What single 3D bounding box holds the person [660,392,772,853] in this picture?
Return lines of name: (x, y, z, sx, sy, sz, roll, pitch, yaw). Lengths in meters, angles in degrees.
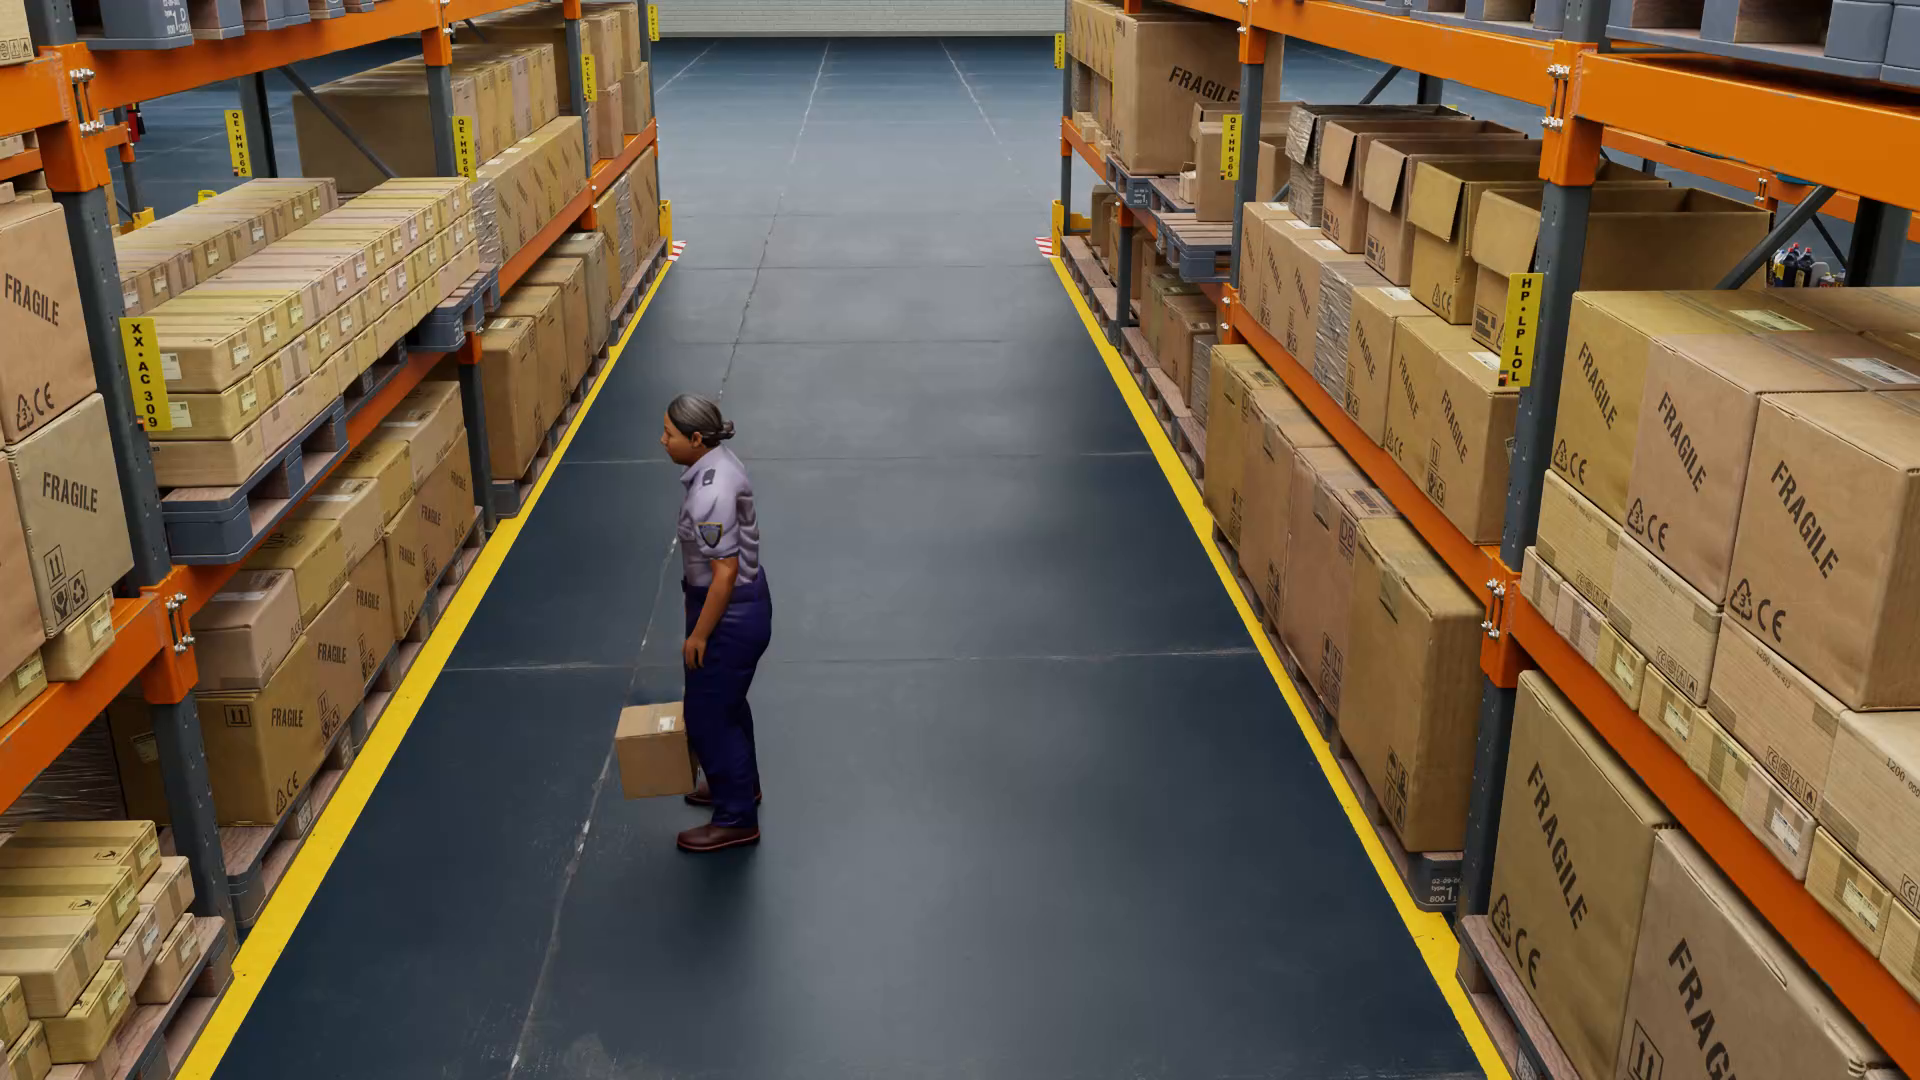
person: (-0.849, 0.279, 5.862, 0.371, 1.639, 0.532, -2, 21, -5)
